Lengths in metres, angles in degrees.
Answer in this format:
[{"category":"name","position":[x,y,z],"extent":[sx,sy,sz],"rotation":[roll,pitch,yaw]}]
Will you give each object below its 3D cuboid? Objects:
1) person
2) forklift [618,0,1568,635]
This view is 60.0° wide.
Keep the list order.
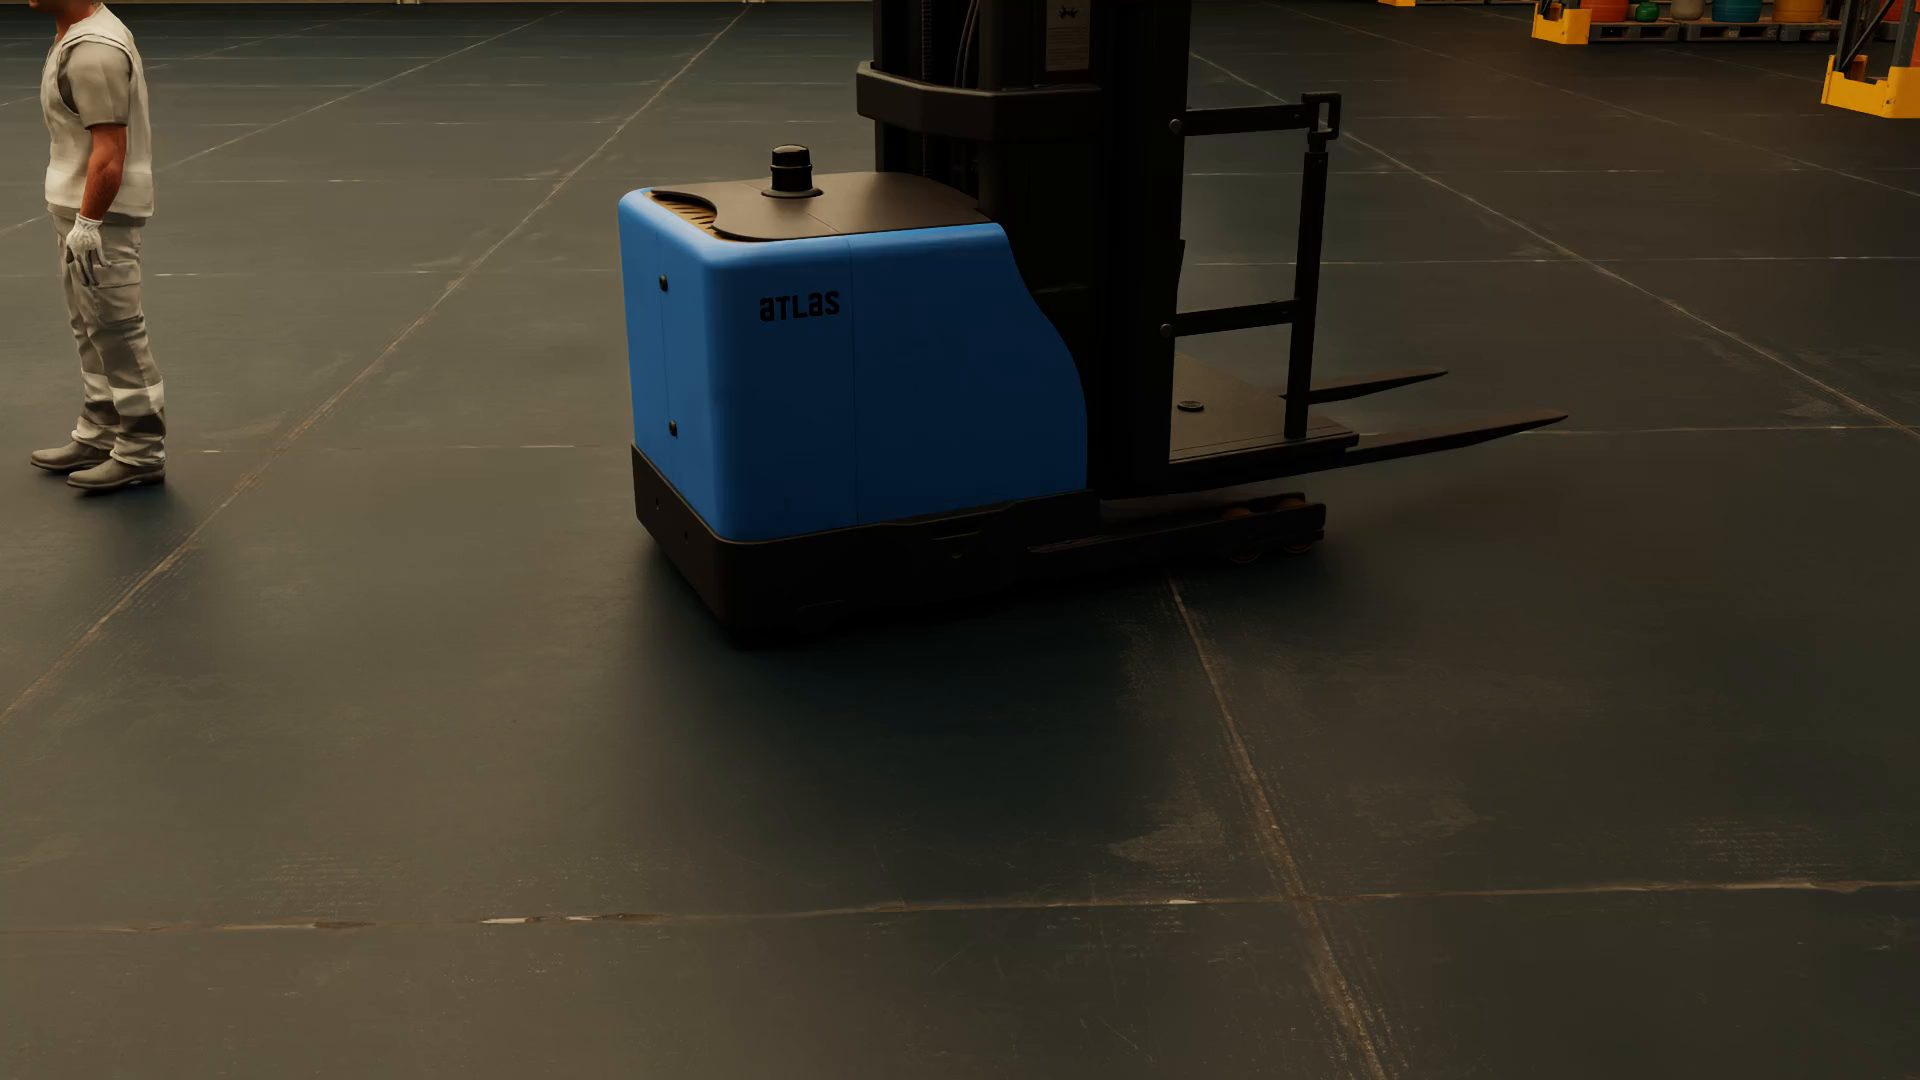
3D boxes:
[{"category":"person","position":[-2.850,-1.034,5.338],"extent":[0.564,1.788,0.637],"rotation":[-10,24,-24]},{"category":"forklift","position":[0.552,-1.458,4.875],"extent":[3.031,2.935,1.130],"rotation":[-10,23,-23]}]
